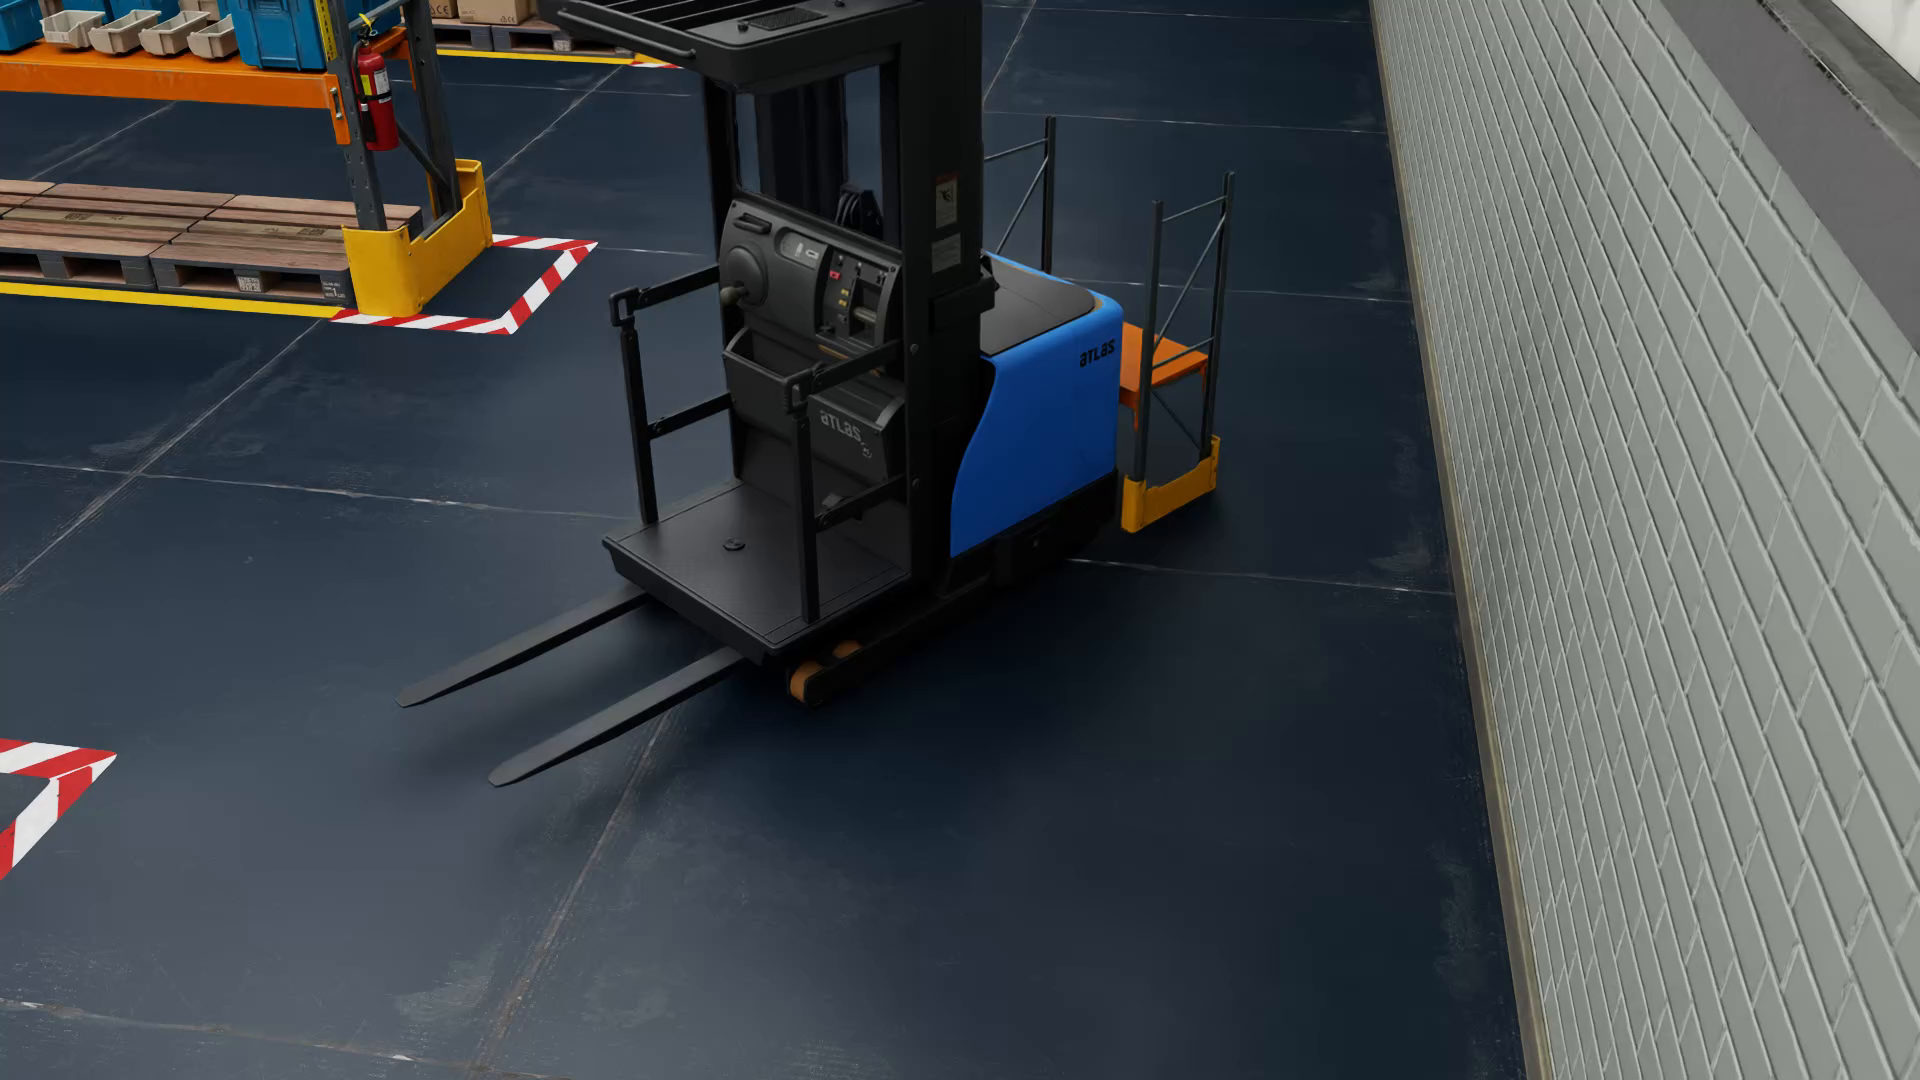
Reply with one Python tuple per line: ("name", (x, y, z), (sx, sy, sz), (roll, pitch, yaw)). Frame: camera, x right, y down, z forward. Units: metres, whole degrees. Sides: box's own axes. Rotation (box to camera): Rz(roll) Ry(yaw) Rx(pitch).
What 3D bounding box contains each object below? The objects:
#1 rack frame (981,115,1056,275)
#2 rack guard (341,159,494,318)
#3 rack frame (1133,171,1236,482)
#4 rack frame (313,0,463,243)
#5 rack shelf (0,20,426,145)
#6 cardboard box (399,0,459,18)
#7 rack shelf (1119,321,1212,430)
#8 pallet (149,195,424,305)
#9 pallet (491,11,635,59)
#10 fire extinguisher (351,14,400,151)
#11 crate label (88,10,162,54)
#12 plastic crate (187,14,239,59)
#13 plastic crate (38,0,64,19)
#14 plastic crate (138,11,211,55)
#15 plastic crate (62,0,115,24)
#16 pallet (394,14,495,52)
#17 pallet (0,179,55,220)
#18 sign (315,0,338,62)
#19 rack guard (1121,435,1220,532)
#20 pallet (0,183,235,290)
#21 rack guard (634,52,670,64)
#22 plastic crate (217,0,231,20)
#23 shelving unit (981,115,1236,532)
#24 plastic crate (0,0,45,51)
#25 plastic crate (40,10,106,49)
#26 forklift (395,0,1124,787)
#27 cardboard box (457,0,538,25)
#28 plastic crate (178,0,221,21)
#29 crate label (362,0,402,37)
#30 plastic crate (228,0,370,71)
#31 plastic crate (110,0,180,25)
("rack frame", (0.241, -1.178, 7.718), (0.500, 1.500, 0.032), (-27, 41, -36))
("rack guard", (-3.104, -1.759, 9.589), (0.348, 0.500, 1.175), (5, 32, 8))
("rack frame", (0.944, -0.788, 7.095), (0.500, 1.500, 0.032), (-27, 41, -36))
("rack frame", (-3.129, -2.814, 8.919), (0.127, 3.000, 1.000), (5, 32, 8))
("rack shelf", (-5.101, -2.688, 9.395), (4.000, 0.370, 1.077), (5, 32, 8))
("cardboard box", (-4.383, -4.725, 13.909), (0.637, 0.503, 0.797), (5, 32, 8))
("rack shelf", (0.592, -0.830, 7.502), (0.538, 0.185, 1.000), (-27, 41, -36))
("pallet", (-3.936, -1.726, 9.809), (1.213, 0.211, 1.003), (5, 32, 8))
("pallet", (-3.153, -4.300, 13.921), (1.213, 0.211, 1.003), (5, 32, 8))
("fire extinguisher", (-3.057, -2.372, 8.637), (0.183, 0.674, 0.296), (5, 32, 8))
("crate label", (-4.526, -2.751, 9.010), (0.243, 0.136, 0.396), (5, 32, 8))
("plastic crate", (-3.964, -2.706, 8.938), (0.243, 0.136, 0.396), (5, 32, 8))
("plastic crate", (-5.305, -3.087, 9.546), (0.466, 0.136, 0.293), (5, 32, 8))
("plastic crate", (-4.247, -2.739, 8.991), (0.243, 0.136, 0.396), (5, 32, 8))
("plastic crate", (-4.911, -3.107, 9.488), (0.300, 0.233, 0.416), (5, 32, 8))
("pallet", (-4.352, -4.410, 14.097), (1.213, 0.211, 1.003), (5, 32, 8))
("pallet", (-6.341, -1.944, 10.156), (1.213, 0.211, 1.003), (5, 32, 8))
("sign", (-3.206, -2.594, 8.413), (0.005, 0.325, 0.100), (5, 32, 8))
("rack guard", (0.943, -0.259, 7.428), (0.587, 0.250, 0.087), (-27, 41, -36))
("pallet", (-5.135, -1.836, 9.984), (1.213, 0.211, 1.003), (5, 32, 8))
("rack guard", (-2.367, -4.352, 13.731), (0.348, 0.500, 1.175), (5, 32, 8))
("plastic crate", (-3.966, -3.022, 9.351), (0.300, 0.233, 0.416), (5, 32, 8))
("shelving unit", (0.599, -0.979, 7.401), (0.587, 1.500, 1.083), (-27, 41, -36))
("plastic crate", (-5.197, -2.818, 9.026), (0.300, 0.233, 0.416), (5, 32, 8))
("plastic crate", (-4.821, -2.768, 9.037), (0.250, 0.136, 0.298), (5, 32, 8))
("forklift", (-0.710, -0.928, 5.970), (1.130, 2.935, 3.031), (28, 41, 37))
("cardboard box", (-3.801, -4.446, 13.702), (0.500, 0.250, 0.500), (5, 32, 8))
("plastic crate", (-4.288, -3.054, 9.495), (0.298, 0.136, 0.250), (5, 32, 8))
("crate label", (-3.317, -2.963, 9.257), (0.303, 0.233, 0.416), (5, 32, 8))
("plastic crate", (-3.491, -2.787, 8.785), (0.499, 0.435, 0.616), (5, 32, 8))
("plastic crate", (-4.615, -3.080, 9.445), (0.300, 0.233, 0.416), (5, 32, 8))
